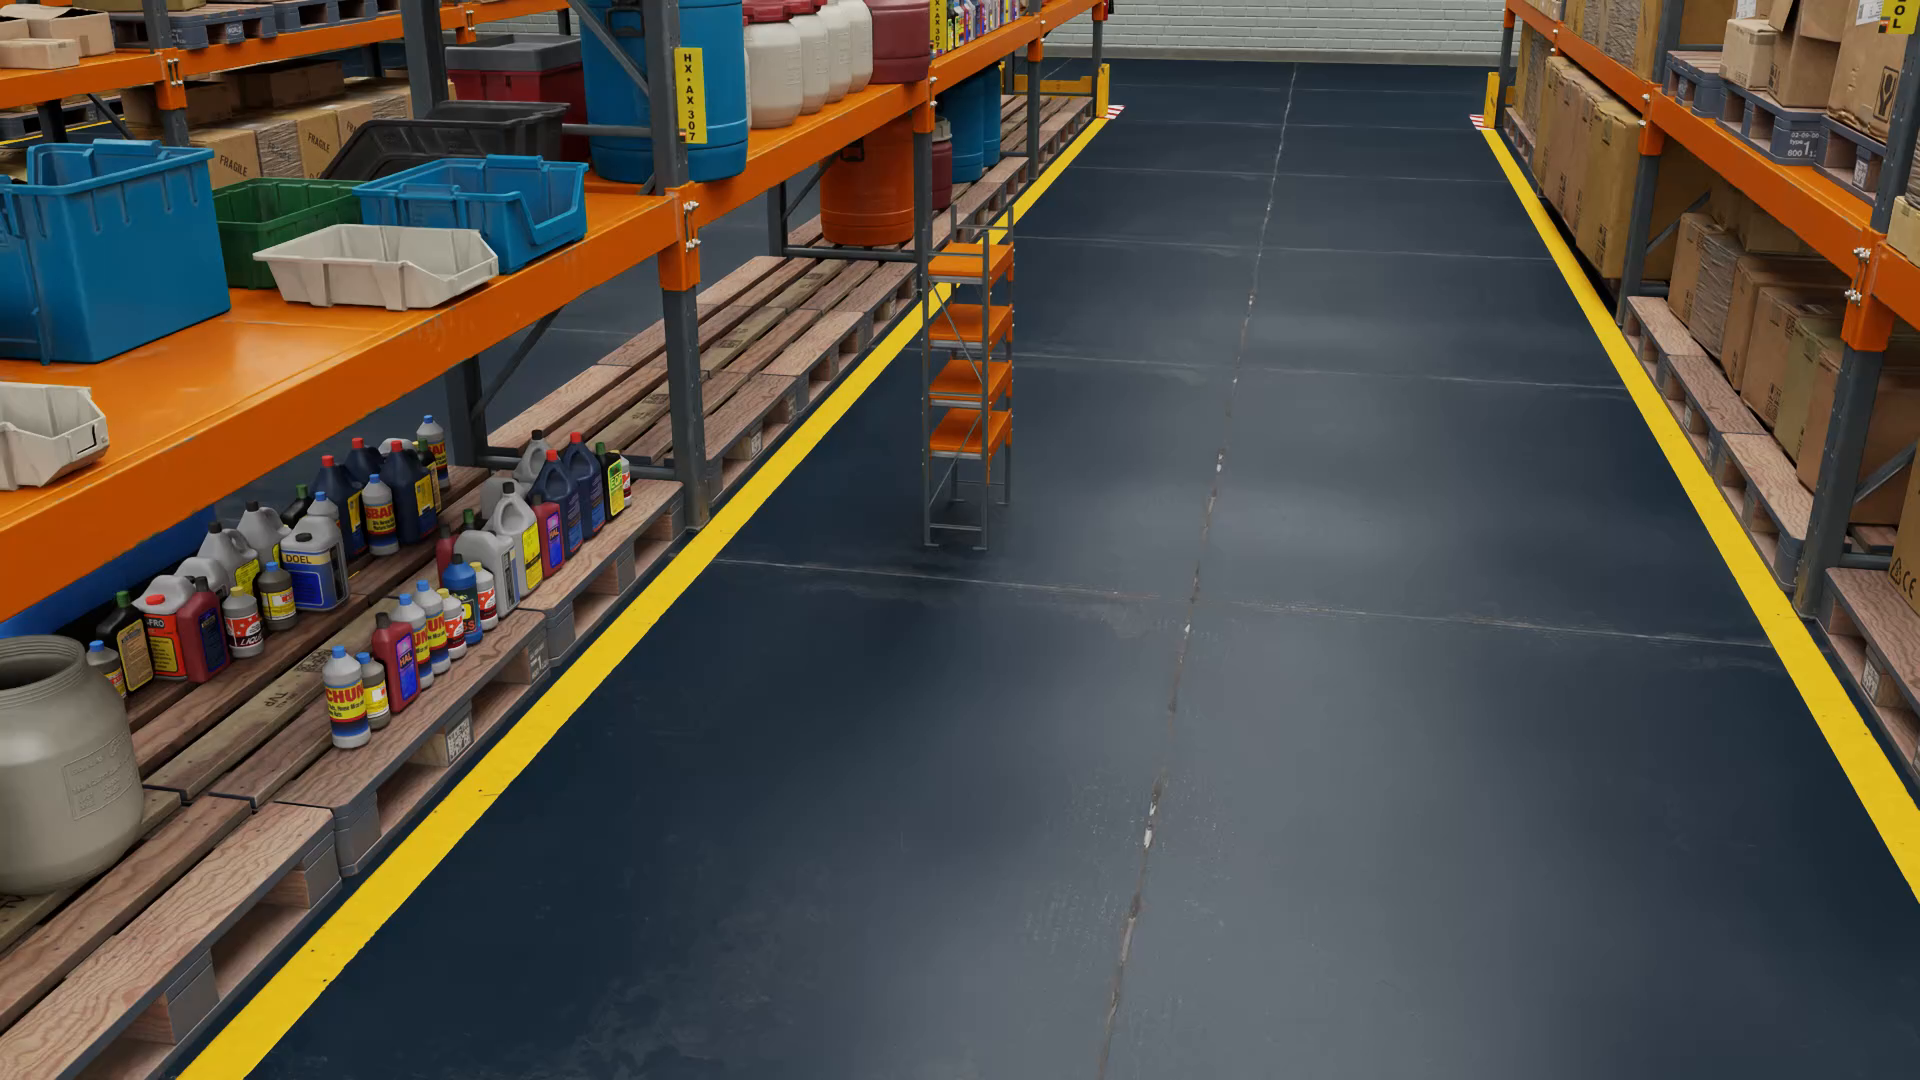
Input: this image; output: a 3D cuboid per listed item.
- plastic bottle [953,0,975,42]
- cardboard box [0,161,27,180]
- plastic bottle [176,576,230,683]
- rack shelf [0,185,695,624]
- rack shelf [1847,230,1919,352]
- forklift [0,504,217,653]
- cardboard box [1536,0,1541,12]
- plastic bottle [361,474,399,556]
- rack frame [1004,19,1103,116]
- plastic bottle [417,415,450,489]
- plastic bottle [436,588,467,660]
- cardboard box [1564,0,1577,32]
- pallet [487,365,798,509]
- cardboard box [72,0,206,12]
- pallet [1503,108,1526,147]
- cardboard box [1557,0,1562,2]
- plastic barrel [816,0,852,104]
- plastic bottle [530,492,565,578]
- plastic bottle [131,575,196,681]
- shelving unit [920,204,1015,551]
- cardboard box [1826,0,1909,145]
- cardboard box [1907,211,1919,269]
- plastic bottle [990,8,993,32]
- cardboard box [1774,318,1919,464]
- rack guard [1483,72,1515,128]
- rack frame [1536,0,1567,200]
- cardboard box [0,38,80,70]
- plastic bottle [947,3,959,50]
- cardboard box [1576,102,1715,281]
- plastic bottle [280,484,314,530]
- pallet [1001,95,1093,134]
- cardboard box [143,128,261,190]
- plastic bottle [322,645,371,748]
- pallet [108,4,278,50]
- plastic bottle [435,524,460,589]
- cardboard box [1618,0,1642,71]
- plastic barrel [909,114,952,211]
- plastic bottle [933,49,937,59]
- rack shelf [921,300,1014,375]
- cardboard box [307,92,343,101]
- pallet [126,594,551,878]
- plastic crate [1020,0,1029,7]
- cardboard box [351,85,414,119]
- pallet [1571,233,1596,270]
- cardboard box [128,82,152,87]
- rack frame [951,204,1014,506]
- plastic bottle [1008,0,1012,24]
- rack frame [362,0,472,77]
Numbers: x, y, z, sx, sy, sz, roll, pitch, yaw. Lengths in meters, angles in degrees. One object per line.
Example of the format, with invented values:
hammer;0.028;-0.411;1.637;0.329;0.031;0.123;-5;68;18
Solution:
plastic bottle;0.022;-3.524;11.255;0.152;0.276;0.135;4;22;11
cardboard box;-5.480;-2.098;9.916;0.500;0.311;0.500;4;22;10
plastic bottle;-2.170;0.254;4.756;0.061;0.283;0.133;4;22;11
rack shelf;-1.890;-0.413;4.326;1.077;0.370;4.000;4;22;11
rack shelf;2.958;-0.035;3.389;1.077;0.370;4.000;4;22;11
forklift;-4.029;-1.048;5.033;3.031;2.935;1.130;5;22;12
cardboard box;4.950;-4.423;13.656;0.380;0.149;0.250;5;22;12
plastic bottle;-1.965;-0.091;5.627;0.097;0.271;0.097;0;22;0
rack frame;0.966;-5.867;16.905;1.000;3.000;0.127;4;22;11
plastic bottle;-1.976;-0.333;6.229;0.097;0.271;0.097;0;22;0
plastic bottle;-1.513;0.241;4.896;0.097;0.201;0.097;0;22;0
cardboard box;4.660;-3.923;11.946;0.500;0.500;0.500;5;22;11
pallet;-1.360;-0.475;7.250;1.003;0.211;1.213;4;22;11
cardboard box;-5.496;-3.800;11.078;0.700;0.500;0.500;-3;22;-7
pallet;5.729;-3.897;15.748;1.003;0.211;1.213;4;22;11
cardboard box;4.832;-4.276;12.758;0.500;0.250;0.500;4;22;10
plastic barrel;-0.753;-2.446;8.263;0.421;0.512;0.421;0;22;0
plastic bottle;-1.363;-0.032;5.464;0.061;0.283;0.133;6;23;14
plastic bottle;-2.275;0.249;4.777;0.152;0.276;0.135;5;22;11
shelving unit;0.034;-0.617;6.280;0.258;1.200;0.503;4;22;11
cardboard box;3.666;-1.853;5.575;1.000;1.000;1.000;5;22;11
cardboard box;2.964;-0.838;4.755;0.380;0.149;0.250;4;22;11
plastic bottle;0.184;-3.731;11.868;0.097;0.201;0.097;0;22;0
cardboard box;3.629;-0.541;6.439;0.700;0.500;0.500;4;22;11
rack guard;5.820;-4.338;16.456;1.175;0.500;0.348;4;22;11
rack frame;4.999;-4.026;12.335;1.000;3.000;0.127;4;22;11
cardboard box;-5.427;-2.853;9.759;0.380;0.149;0.250;4;22;11
plastic bottle;-0.048;-3.319;10.737;0.061;0.283;0.133;4;22;11
cardboard box;4.344;-2.023;9.644;1.225;0.875;0.875;3;22;8
plastic bottle;-2.166;-0.032;5.466;0.061;0.283;0.133;5;23;13
pallet;0.760;-4.275;16.685;1.003;0.211;1.213;4;22;11
cardboard box;-5.142;-2.509;11.325;0.500;0.500;0.500;5;23;13
plastic bottle;-1.623;0.407;4.391;0.097;0.271;0.097;0;22;0
pallet;-5.445;-3.484;11.246;1.213;0.211;1.003;4;22;11
plastic bottle;-1.578;0.075;5.199;0.061;0.283;0.133;4;22;11
cardboard box;4.148;-2.991;9.631;0.500;0.500;0.500;4;22;10
plastic barrel;-0.352;-2.610;11.486;0.600;0.588;0.708;4;22;11
plastic bottle;-0.191;-3.058;10.198;0.097;0.201;0.097;0;22;0
rack shelf;0.034;-0.762;6.221;0.258;0.148;0.480;4;22;11
cardboard box;-5.243;-3.291;13.267;0.500;0.500;0.500;5;22;12
pallet;-1.907;0.505;4.816;1.003;0.211;1.213;4;22;11
plastic crate;0.385;-4.469;13.706;0.396;0.136;0.243;4;22;11
cardboard box;-4.627;-3.445;13.649;0.500;0.500;0.500;5;22;11
pallet;4.668;-1.997;11.030;1.003;0.211;1.213;4;22;11
cardboard box;-8.981;-5.027;17.603;0.700;0.500;0.500;4;22;9
rack frame;0.084;-0.706;6.501;0.240;1.200;0.015;4;22;11
plastic bottle;0.312;-4.044;12.545;0.152;0.276;0.135;4;22;11
rack frame;-4.698;-4.783;14.214;1.000;3.000;0.127;4;22;11
